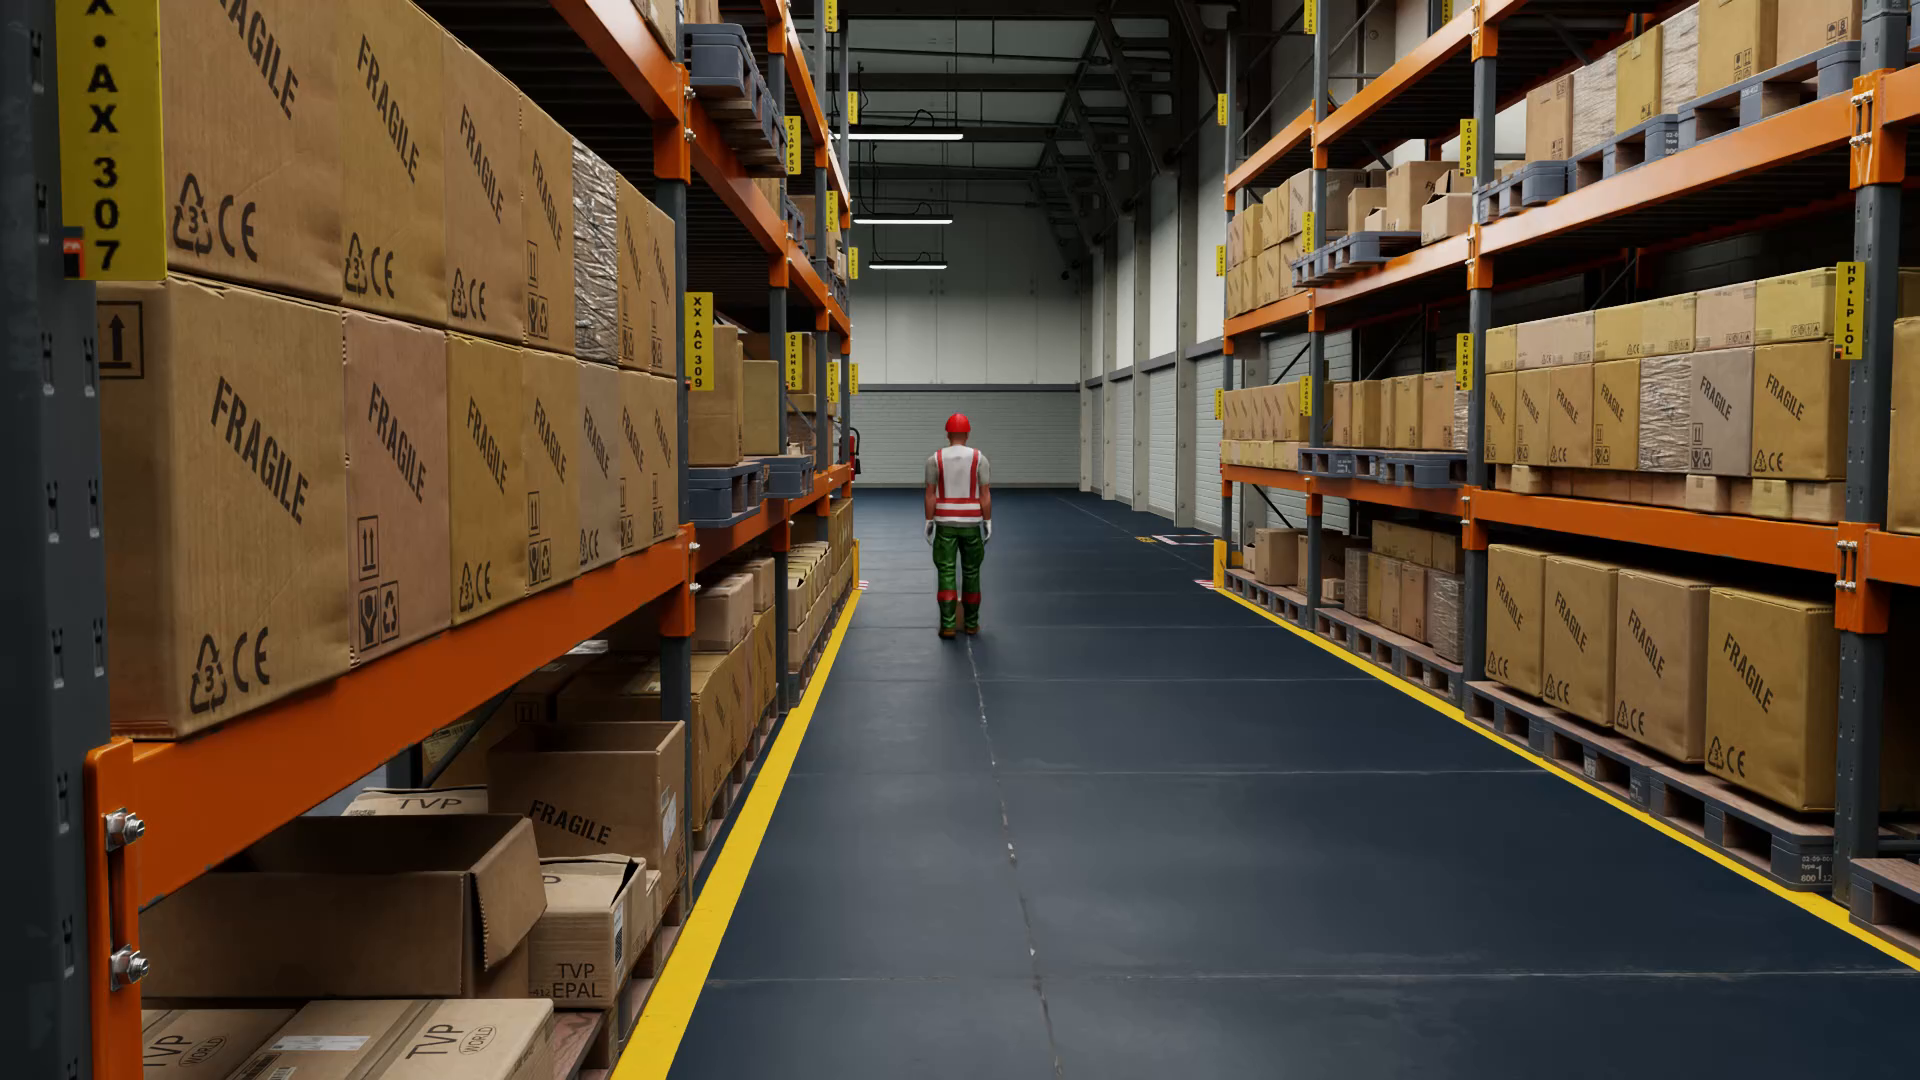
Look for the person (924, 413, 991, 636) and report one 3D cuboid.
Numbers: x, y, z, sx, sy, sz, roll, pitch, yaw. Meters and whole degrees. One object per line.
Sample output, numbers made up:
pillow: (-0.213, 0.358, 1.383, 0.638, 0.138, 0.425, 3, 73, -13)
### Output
person: (-0.019, -0.123, 13.400, 0.539, 1.795, 0.605, 0, 4, -1)
